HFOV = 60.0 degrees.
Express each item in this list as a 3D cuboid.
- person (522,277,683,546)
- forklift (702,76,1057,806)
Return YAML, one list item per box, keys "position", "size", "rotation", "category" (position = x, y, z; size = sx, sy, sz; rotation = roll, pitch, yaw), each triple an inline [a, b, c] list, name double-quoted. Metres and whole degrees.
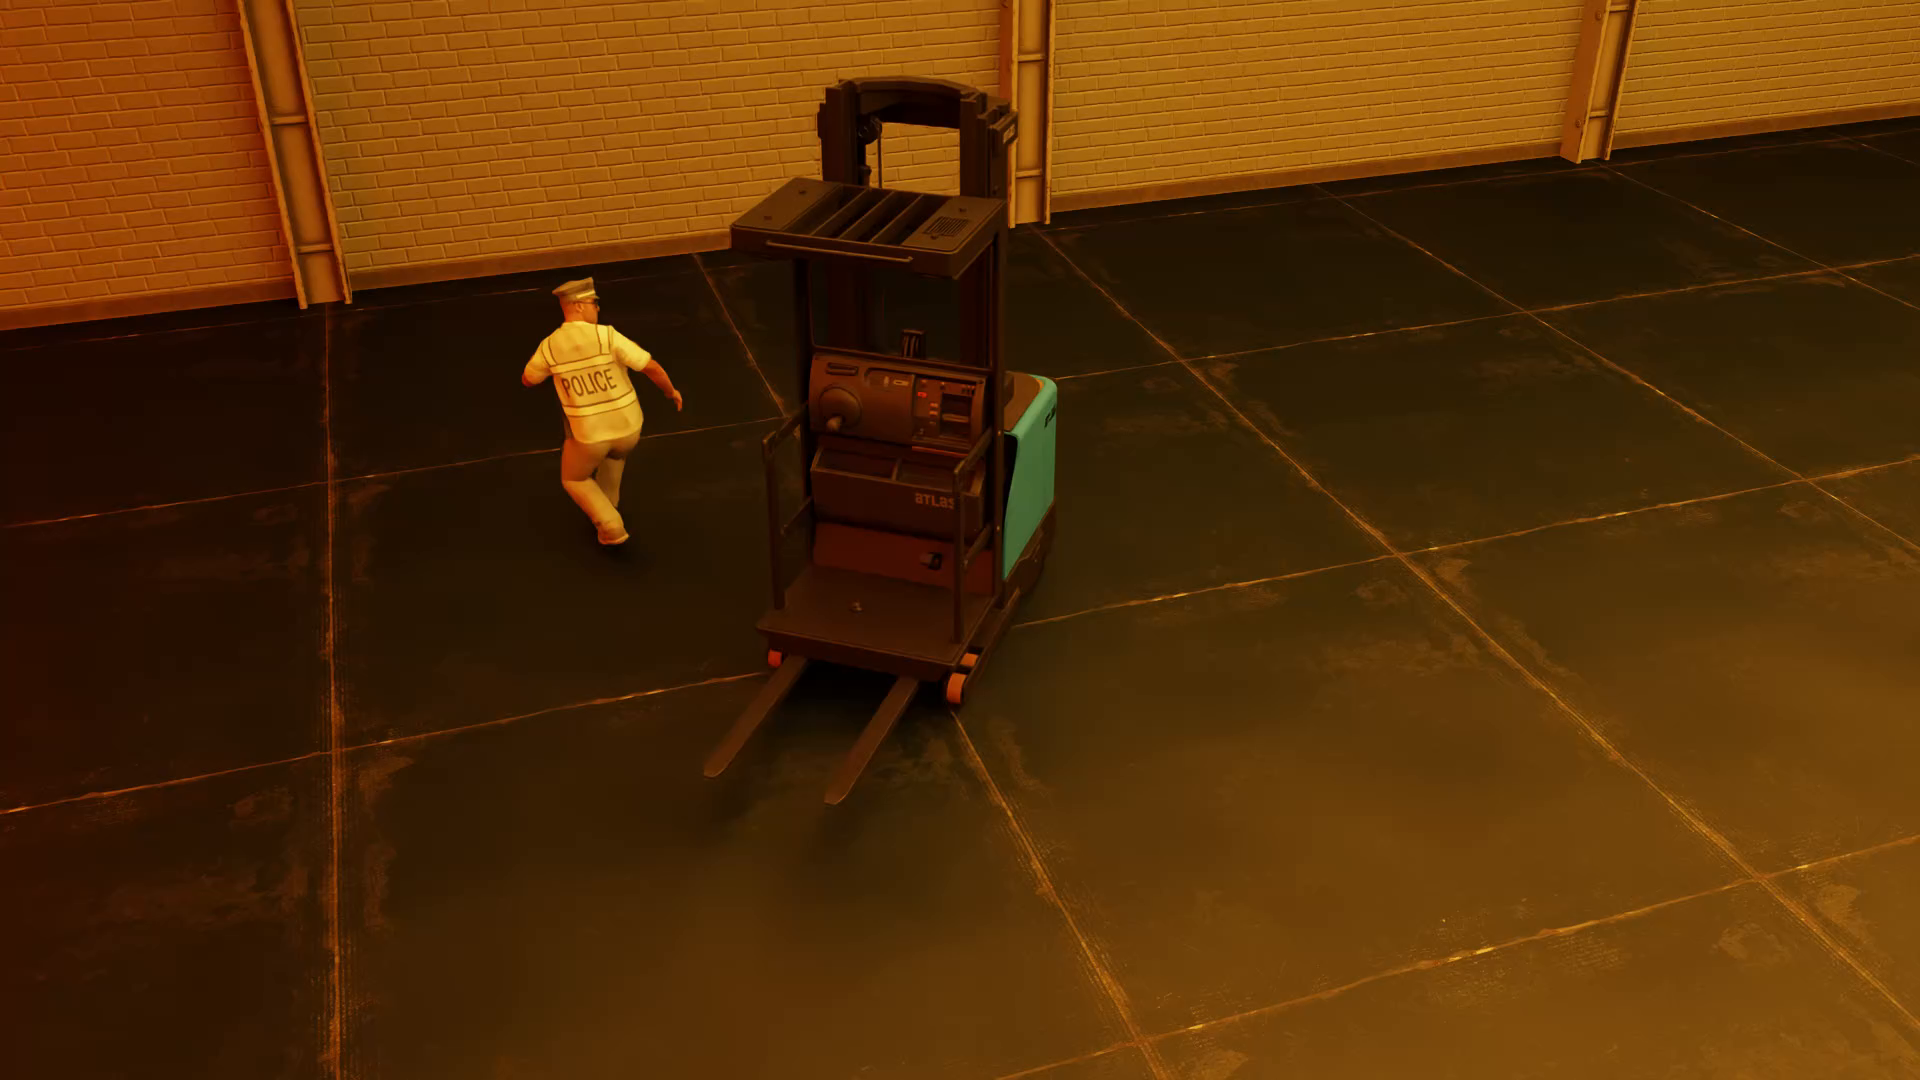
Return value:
- position: [-2.079, -0.773, 9.745]
  size: [0.886, 1.637, 0.852]
  rotation: [-11, 32, -18]
  category: "person"
- position: [-0.388, -0.650, 8.217]
  size: [1.130, 2.935, 3.031]
  rotation: [10, 31, 16]
  category: "forklift"
